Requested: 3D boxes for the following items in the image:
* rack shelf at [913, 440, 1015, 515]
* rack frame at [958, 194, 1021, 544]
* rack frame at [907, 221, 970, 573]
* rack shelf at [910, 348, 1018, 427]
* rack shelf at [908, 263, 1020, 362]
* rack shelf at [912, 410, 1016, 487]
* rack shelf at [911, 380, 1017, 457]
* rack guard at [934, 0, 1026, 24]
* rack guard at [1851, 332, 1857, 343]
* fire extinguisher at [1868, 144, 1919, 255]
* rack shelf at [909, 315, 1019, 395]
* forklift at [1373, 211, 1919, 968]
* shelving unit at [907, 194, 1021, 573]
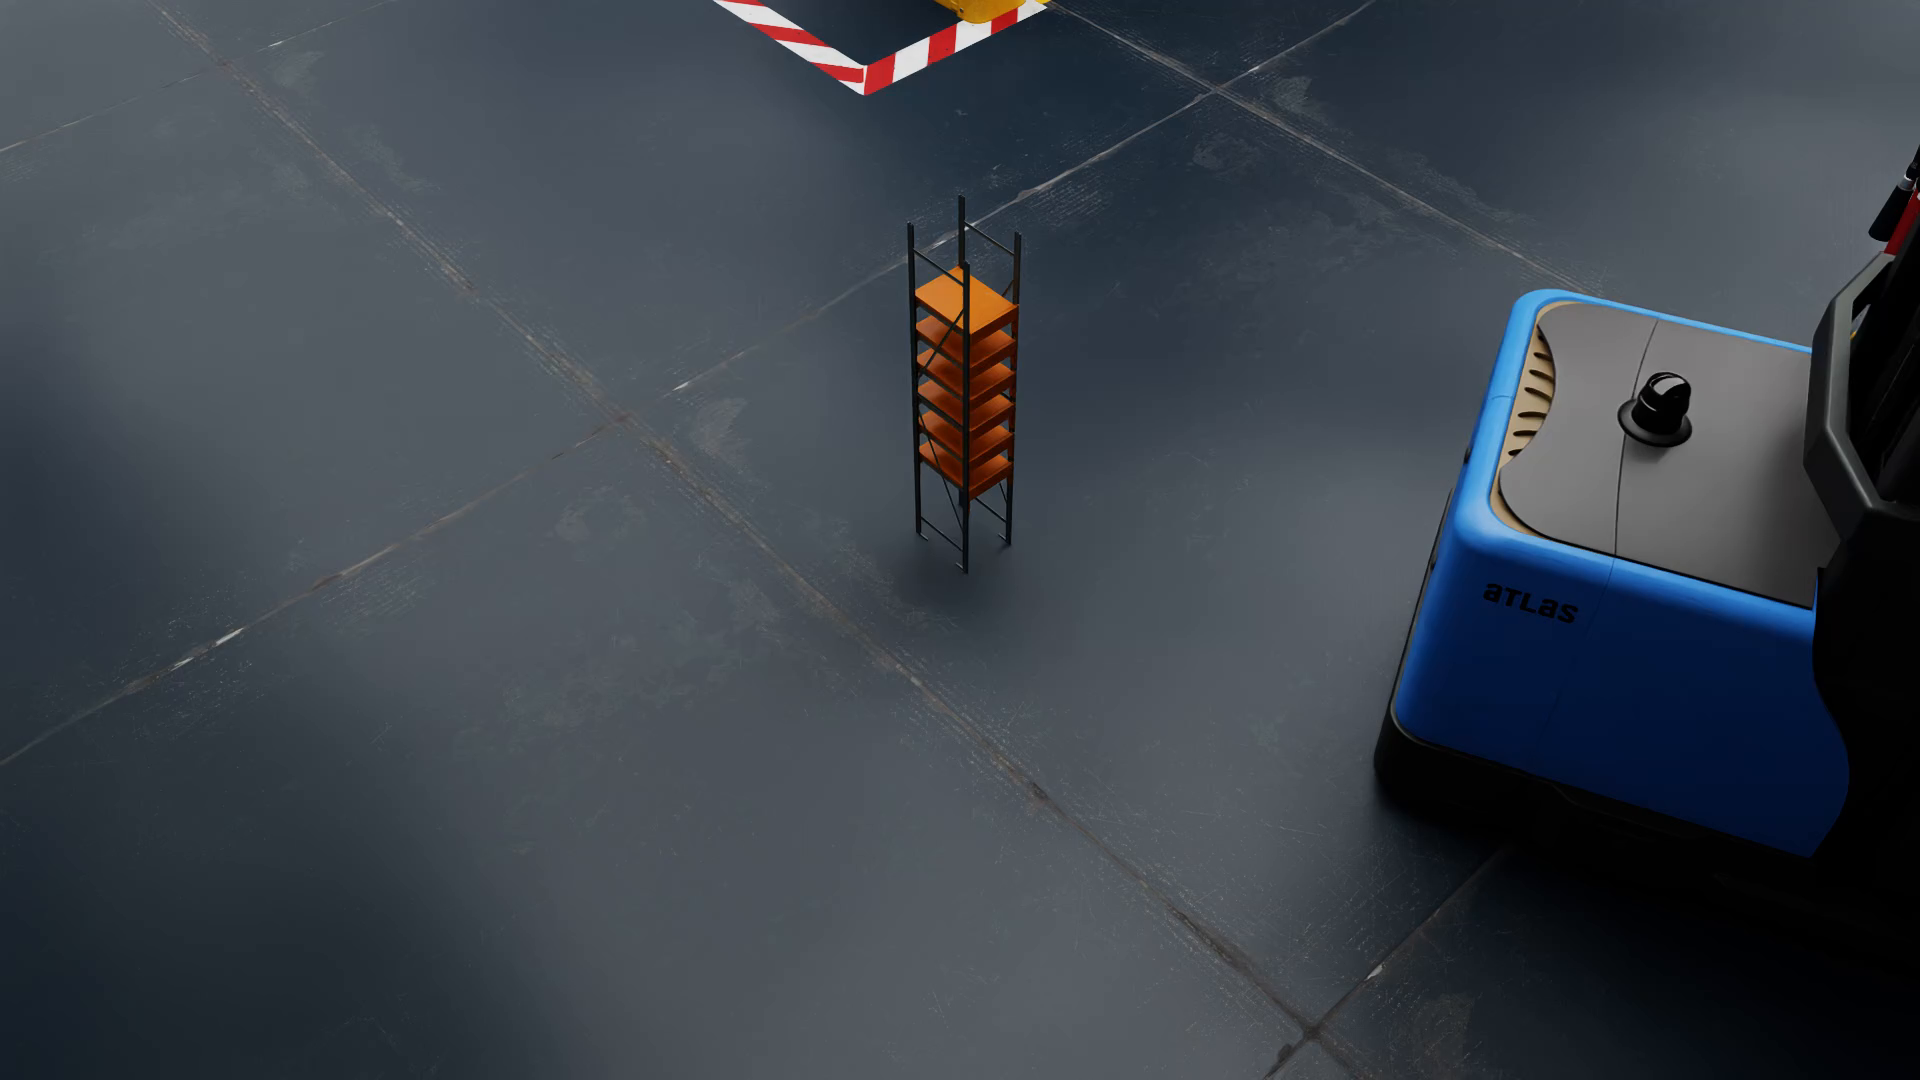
[{"bbox_3d":[0.011,-0.221,5.025,0.180,0.103,0.258,-34,56,-27],"label":"rack shelf"},{"bbox_3d":[0.078,-0.459,4.857,0.006,1.200,0.240,-34,56,-27],"label":"rack frame"},{"bbox_3d":[-0.057,-0.369,4.774,0.006,1.200,0.240,-34,56,-27],"label":"rack frame"},{"bbox_3d":[0.011,-0.465,4.760,0.180,0.103,0.258,-34,56,-27],"label":"rack shelf"},{"bbox_3d":[0.011,-0.628,4.584,0.180,0.103,0.258,-34,56,-27],"label":"rack shelf"},{"bbox_3d":[0.011,-0.303,4.936,0.180,0.103,0.258,-34,56,-27],"label":"rack shelf"},{"bbox_3d":[0.011,-0.384,4.848,0.180,0.103,0.258,-34,56,-27],"label":"rack shelf"},{"bbox_3d":[-0.194,-2.835,7.526,0.348,0.500,1.175,-34,56,-27],"label":"rack guard"},{"bbox_3d":[3.068,-0.094,4.997,0.348,0.500,1.175,-34,56,-27],"label":"rack guard"},{"bbox_3d":[2.663,-0.977,4.417,0.183,0.674,0.296,-34,56,-27],"label":"fire extinguisher"},{"bbox_3d":[0.011,-0.547,4.672,0.180,0.103,0.258,-34,56,-27],"label":"rack shelf"},{"bbox_3d":[2.708,-0.220,3.459,3.031,2.935,1.130,16,49,15],"label":"forklift"},{"bbox_3d":[0.011,-0.414,4.816,0.189,1.200,0.258,-34,56,-27],"label":"shelving unit"}]
